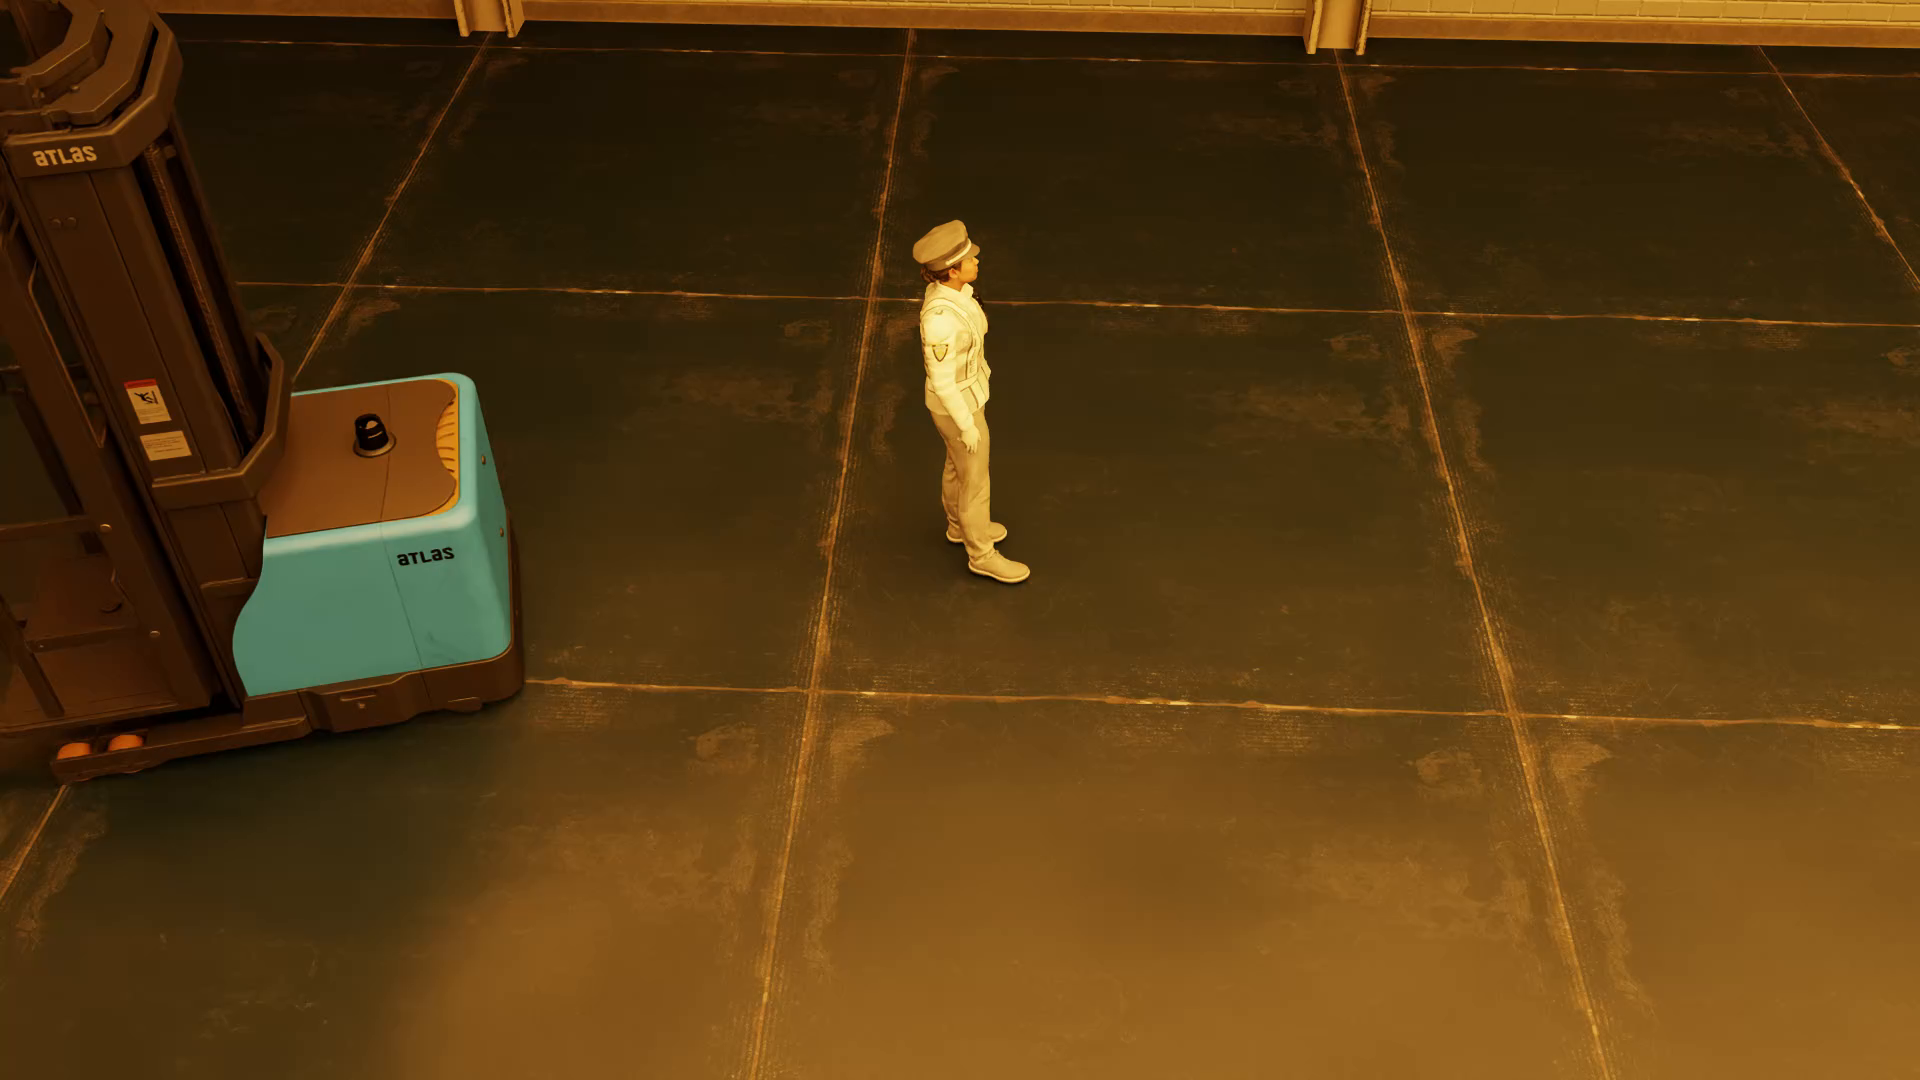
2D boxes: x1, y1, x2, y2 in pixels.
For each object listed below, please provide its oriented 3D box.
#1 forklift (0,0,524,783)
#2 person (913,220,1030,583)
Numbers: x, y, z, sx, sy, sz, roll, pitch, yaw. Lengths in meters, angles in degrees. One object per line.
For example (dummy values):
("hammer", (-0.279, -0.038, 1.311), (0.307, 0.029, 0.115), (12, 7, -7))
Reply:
("forklift", (-3.447, -0.484, 6.273), (3.031, 2.935, 1.130), (-9, 43, -9))
("person", (0.068, -0.623, 7.334), (0.531, 1.692, 0.588), (2, 42, 2))
